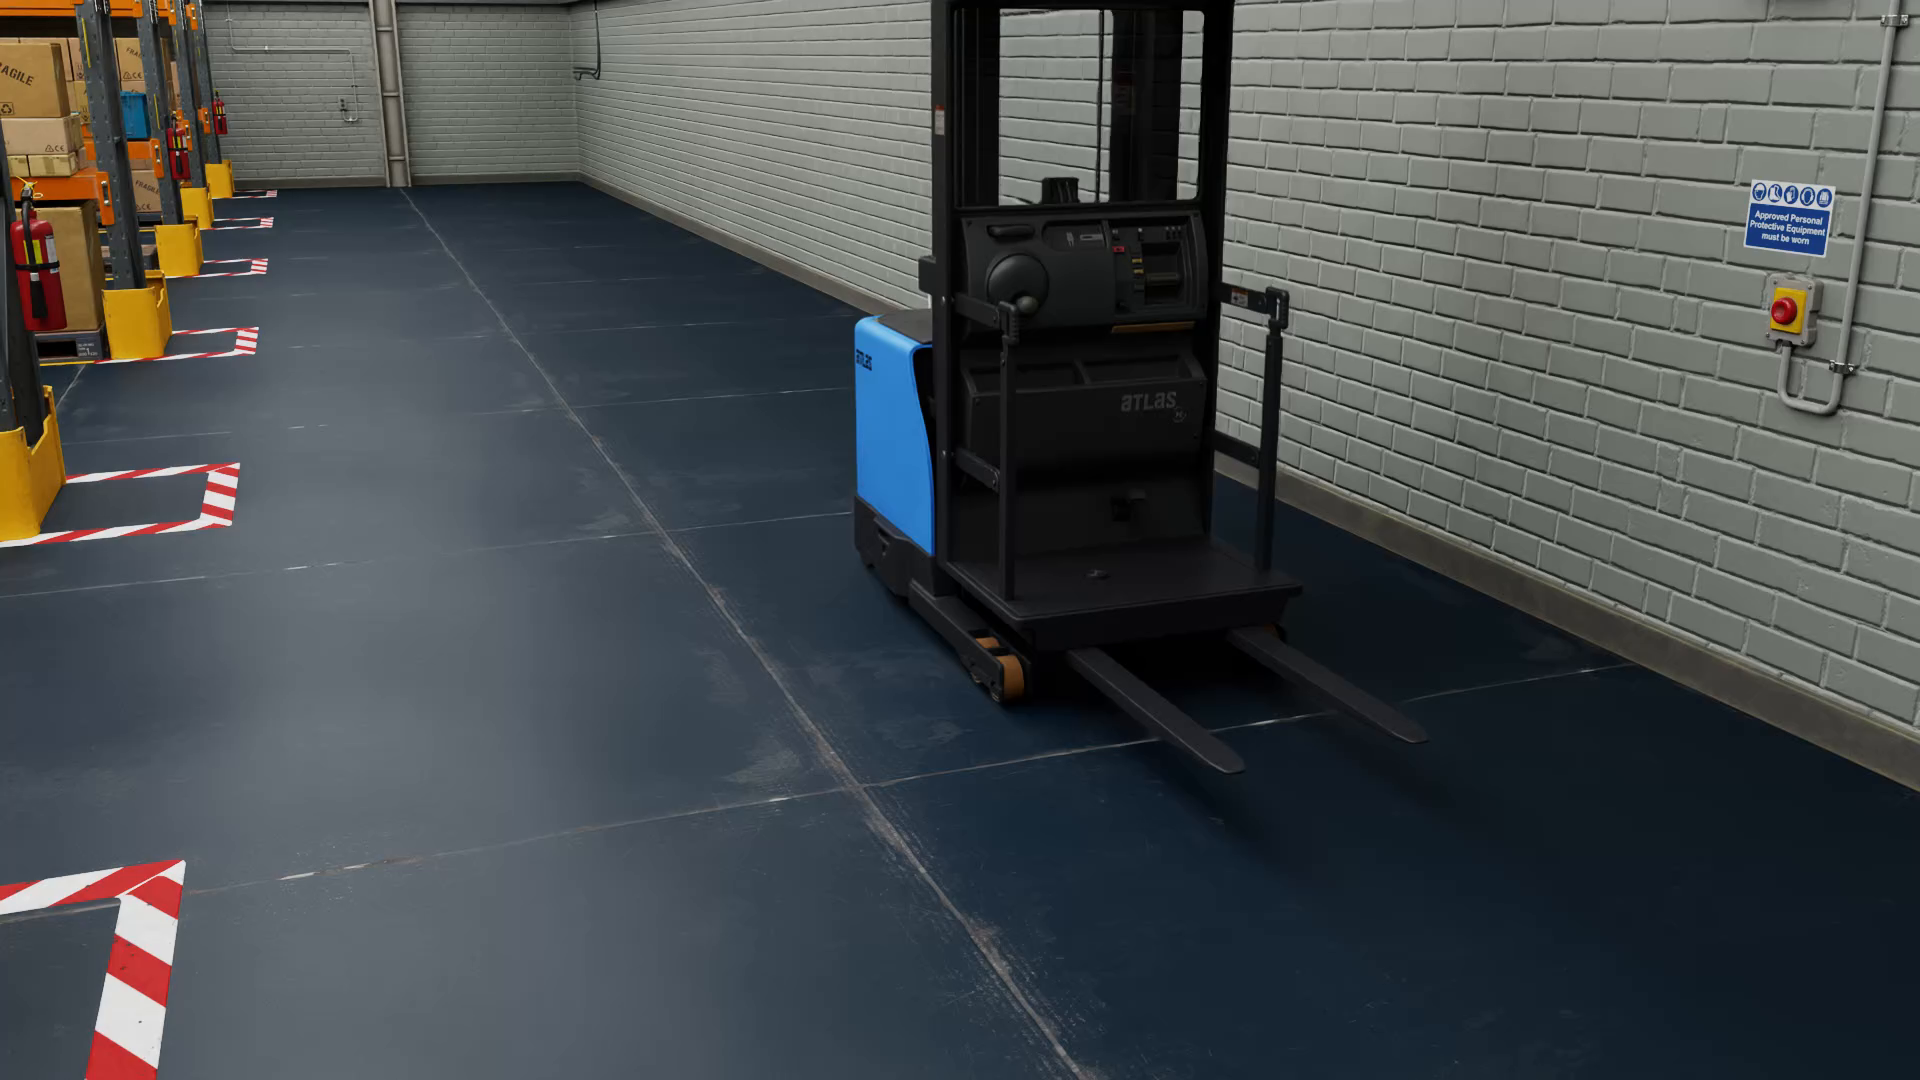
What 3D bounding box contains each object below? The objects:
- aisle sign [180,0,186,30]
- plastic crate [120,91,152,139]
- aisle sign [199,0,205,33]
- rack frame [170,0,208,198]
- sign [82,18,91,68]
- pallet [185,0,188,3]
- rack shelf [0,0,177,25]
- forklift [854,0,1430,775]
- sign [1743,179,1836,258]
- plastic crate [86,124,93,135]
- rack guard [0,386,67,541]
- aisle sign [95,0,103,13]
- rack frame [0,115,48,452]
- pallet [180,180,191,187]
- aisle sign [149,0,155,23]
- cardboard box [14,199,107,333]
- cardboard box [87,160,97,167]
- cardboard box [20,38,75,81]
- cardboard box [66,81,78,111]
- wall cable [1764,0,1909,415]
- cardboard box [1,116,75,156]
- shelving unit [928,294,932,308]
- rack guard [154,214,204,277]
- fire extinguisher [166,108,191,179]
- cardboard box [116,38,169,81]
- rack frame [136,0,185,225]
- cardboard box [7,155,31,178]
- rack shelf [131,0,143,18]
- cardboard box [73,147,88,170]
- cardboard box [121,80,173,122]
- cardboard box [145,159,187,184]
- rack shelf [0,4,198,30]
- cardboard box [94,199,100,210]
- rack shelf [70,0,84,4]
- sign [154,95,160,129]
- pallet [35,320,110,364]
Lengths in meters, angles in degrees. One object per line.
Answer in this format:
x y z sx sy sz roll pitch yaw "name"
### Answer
-9.582 -6.688 20.434 0.004 0.787 0.394 -6 17 -20 "aisle sign"
-8.233 -4.173 16.316 0.499 0.435 0.616 -6 17 -20 "plastic crate"
-11.357 -7.993 24.878 0.004 0.787 0.394 -6 17 -20 "aisle sign"
-9.756 -5.514 21.051 0.127 3.000 1.000 -6 17 -20 "rack frame"
-6.033 -3.432 11.487 0.005 0.325 0.100 -6 17 -20 "sign"
-12.221 -8.136 24.814 1.213 0.211 1.003 -6 17 -20 "pallet"
-11.623 -6.406 20.043 4.000 0.370 1.077 -6 17 -20 "rack shelf"
0.529 -0.979 5.729 1.130 2.935 3.031 -6 17 -19 "forklift"
2.628 -1.023 5.278 0.001 0.218 0.327 -6 17 -20 "sign"
-8.664 -4.164 16.815 0.298 0.136 0.250 -6 17 -20 "plastic crate"
-4.605 -0.385 8.022 0.348 0.500 1.175 -6 17 -20 "rack guard"
-6.040 -4.083 11.564 0.004 0.787 0.394 -6 17 -20 "aisle sign"
-4.534 -1.592 7.696 0.127 3.000 1.000 -6 17 -20 "rack frame"
-12.250 -5.378 25.537 1.213 0.211 1.003 -6 17 -20 "pallet"
-7.815 -5.388 16.008 0.004 0.787 0.394 -6 17 -20 "aisle sign"
-6.783 -2.004 12.123 0.875 0.875 0.875 -6 17 -20 "cardboard box"
-13.086 -5.621 25.106 0.500 0.500 0.700 -7 18 -22 "cardboard box"
-11.027 -5.820 20.141 0.500 0.500 0.500 -6 17 -19 "cardboard box"
-11.028 -5.343 20.292 0.500 0.500 0.500 -6 17 -20 "cardboard box"
2.589 -1.377 5.105 0.123 1.953 0.585 -6 17 -20 "wall cable"
-6.572 -2.859 11.749 0.500 0.250 0.500 -6 18 -21 "cardboard box"
0.136 -0.607 7.535 0.503 1.200 0.258 -6 17 -19 "shelving unit"
-7.969 -3.017 16.984 0.348 0.500 1.175 -6 17 -20 "rack guard"
-7.683 -3.890 16.320 0.183 0.674 0.296 -6 17 -20 "fire extinguisher"
-10.073 -5.924 20.497 0.500 0.500 0.500 -6 18 -21 "cardboard box"
-7.987 -4.210 16.612 0.127 3.000 1.000 -6 17 -20 "rack frame"
-6.671 -2.637 11.702 0.250 0.149 0.380 -6 17 -20 "cardboard box"
-9.854 -5.103 15.604 4.000 0.370 1.077 -6 17 -20 "rack shelf"
-6.664 -2.838 12.383 0.250 0.149 0.380 -6 17 -19 "cardboard box"
-10.077 -5.445 20.640 0.500 0.500 0.500 -6 17 -18 "cardboard box"
-12.150 -5.722 25.451 0.500 0.500 0.700 -6 17 -20 "cardboard box"
-13.399 -7.709 24.480 4.000 0.370 1.077 -6 17 -20 "rack shelf"
-10.832 -4.375 21.272 0.500 0.250 0.500 -6 17 -20 "cardboard box"
-8.082 -3.800 11.166 4.000 0.370 1.077 -6 17 -20 "rack shelf"
-7.775 -4.145 16.102 0.005 0.325 0.100 -6 17 -20 "sign"
-6.933 -1.468 12.223 1.213 0.211 1.003 -6 17 -20 "pallet"
